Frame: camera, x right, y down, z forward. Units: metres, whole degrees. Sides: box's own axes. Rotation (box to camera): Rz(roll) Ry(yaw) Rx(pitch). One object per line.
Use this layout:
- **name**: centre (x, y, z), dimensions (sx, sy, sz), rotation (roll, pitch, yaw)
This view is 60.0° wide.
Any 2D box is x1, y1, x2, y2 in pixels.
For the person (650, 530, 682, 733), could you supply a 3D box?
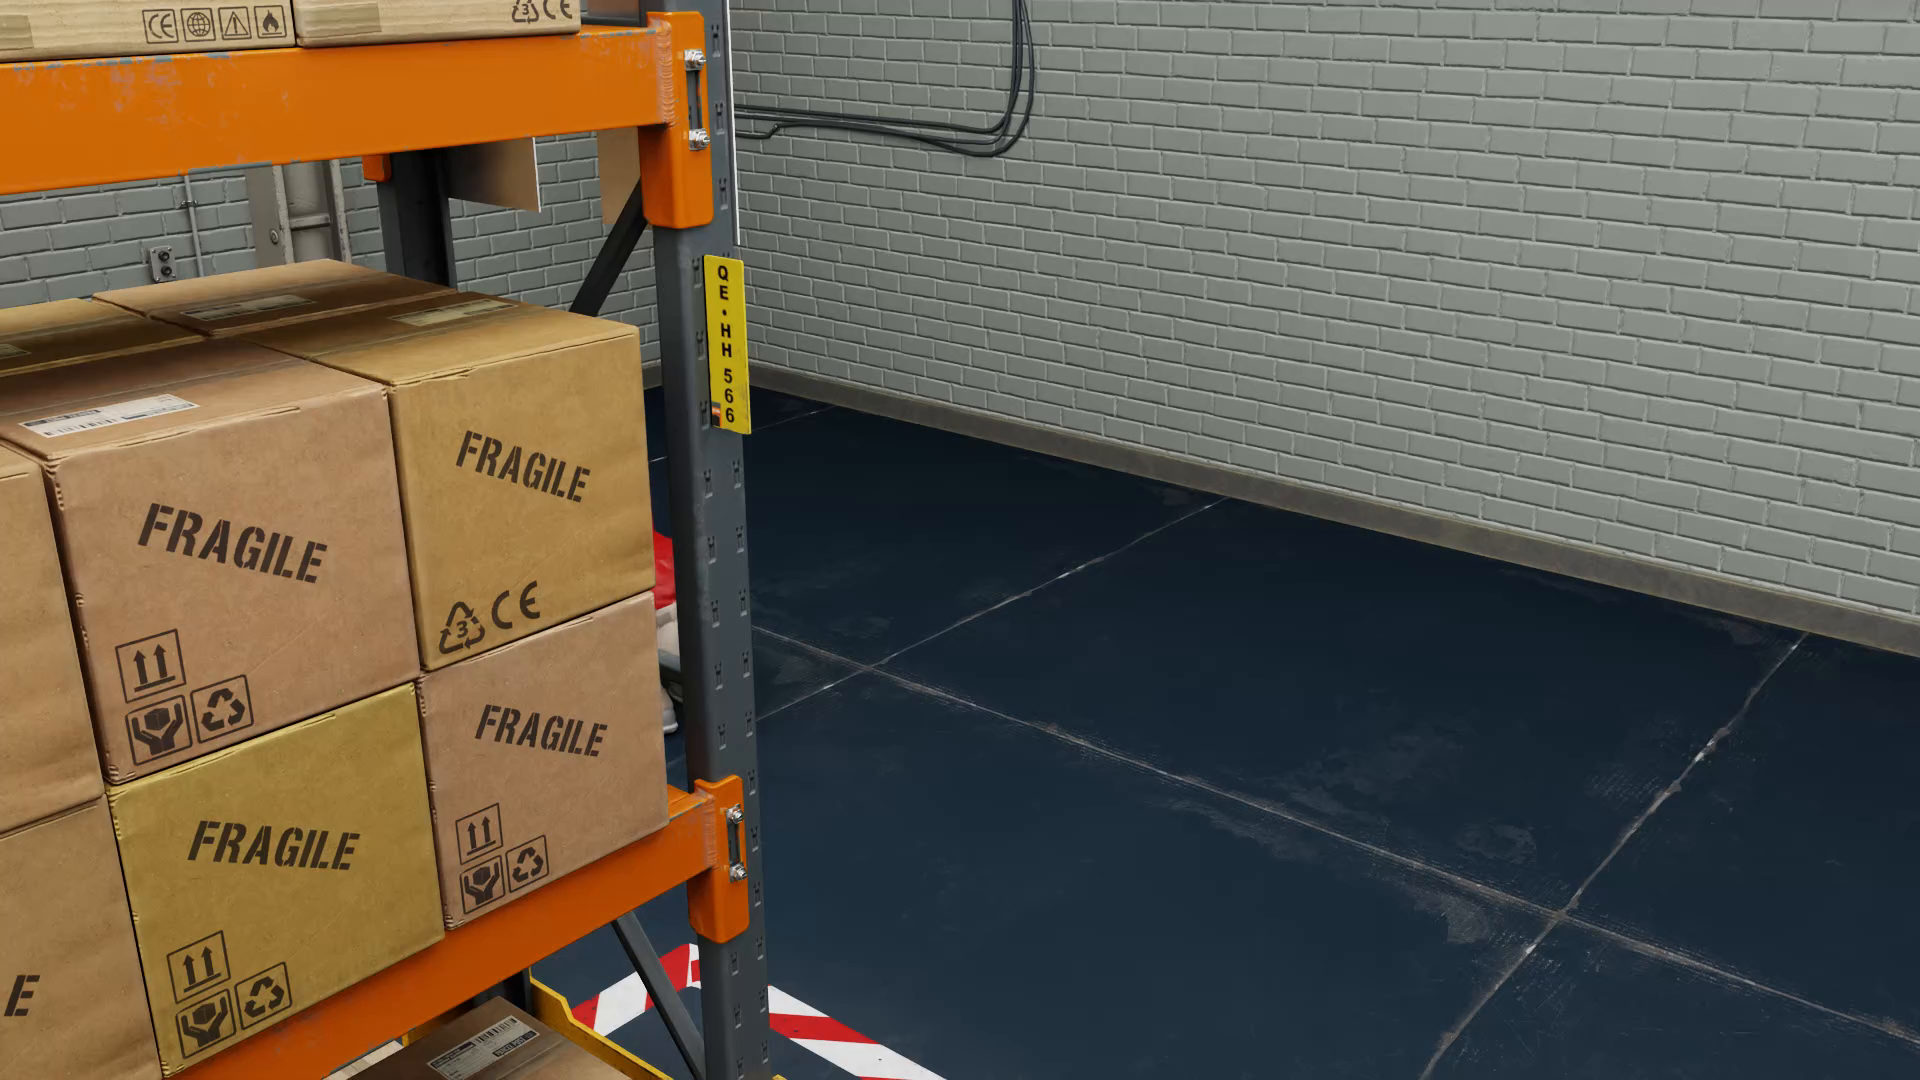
- **person**: centre (-1.288, 0.320, 6.668), dimensions (0.882, 0.854, 0.546), rotation (16, 25, 36)
